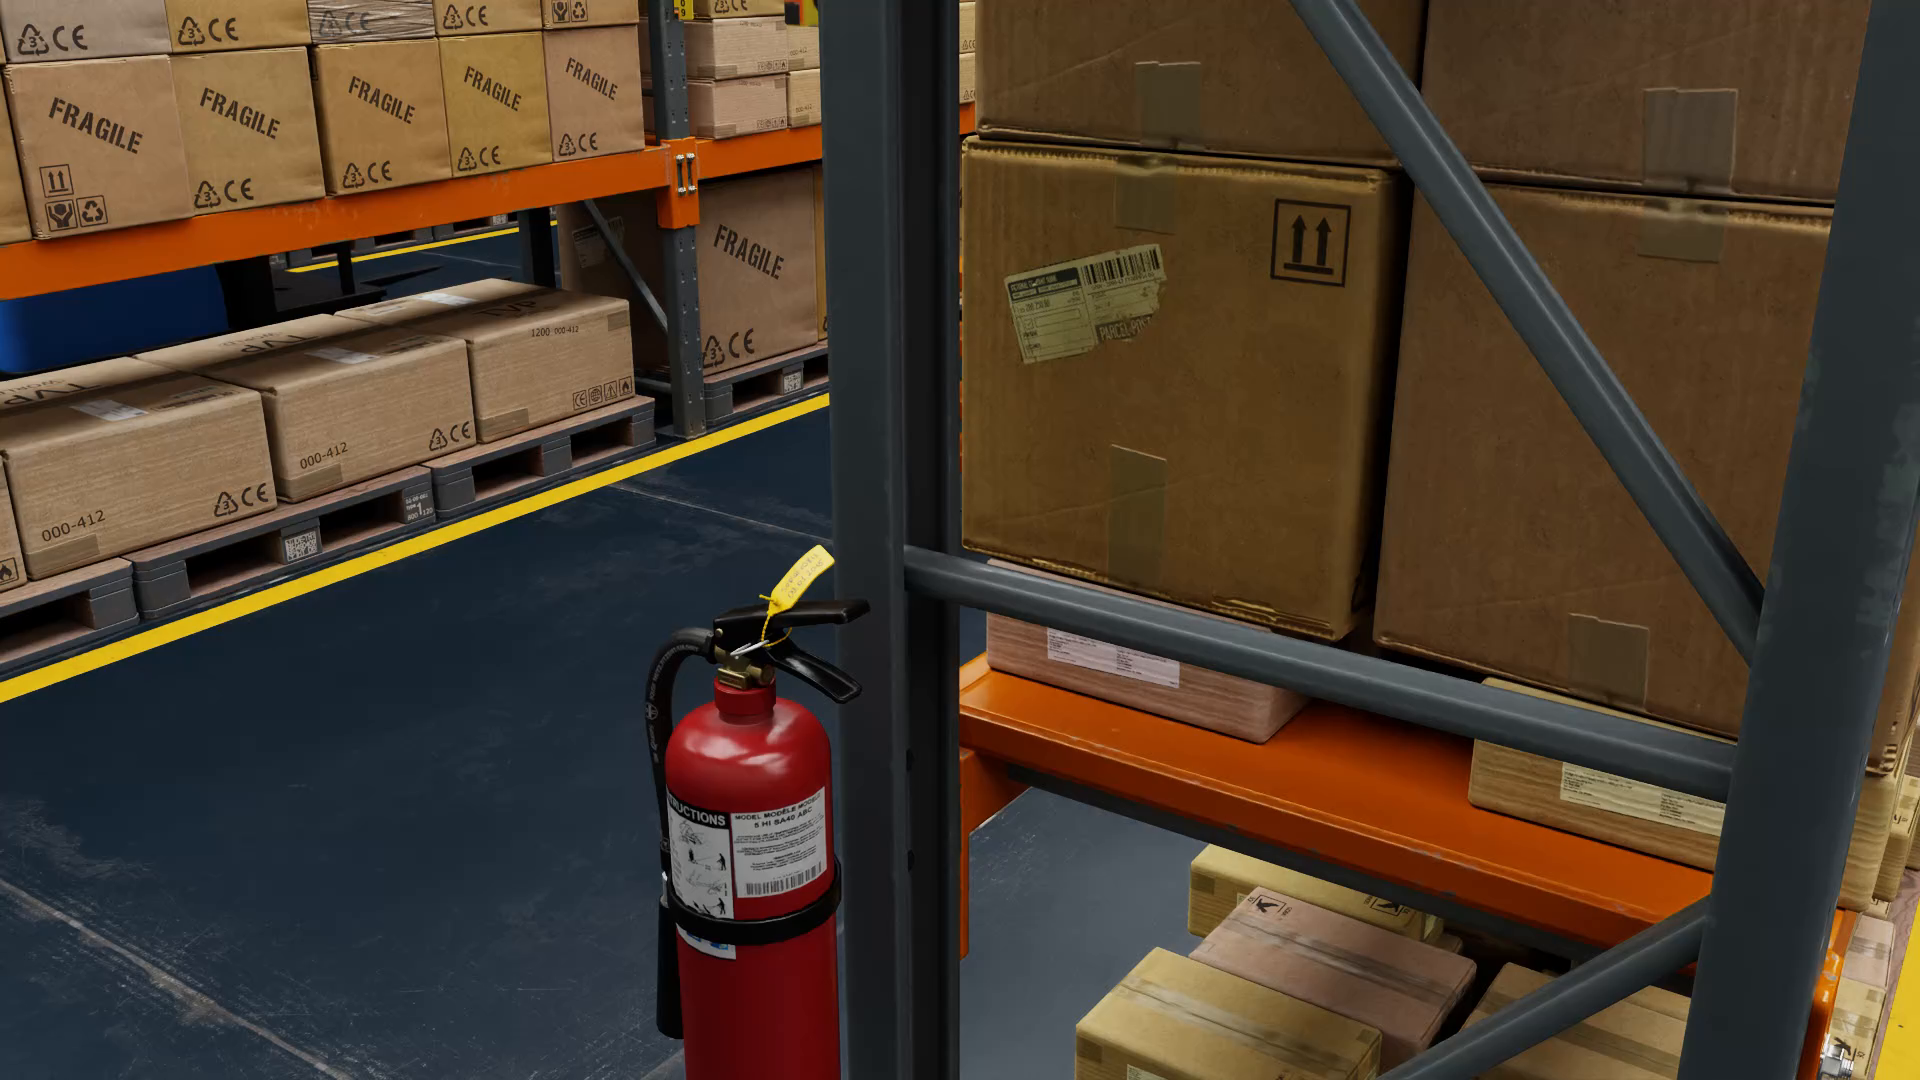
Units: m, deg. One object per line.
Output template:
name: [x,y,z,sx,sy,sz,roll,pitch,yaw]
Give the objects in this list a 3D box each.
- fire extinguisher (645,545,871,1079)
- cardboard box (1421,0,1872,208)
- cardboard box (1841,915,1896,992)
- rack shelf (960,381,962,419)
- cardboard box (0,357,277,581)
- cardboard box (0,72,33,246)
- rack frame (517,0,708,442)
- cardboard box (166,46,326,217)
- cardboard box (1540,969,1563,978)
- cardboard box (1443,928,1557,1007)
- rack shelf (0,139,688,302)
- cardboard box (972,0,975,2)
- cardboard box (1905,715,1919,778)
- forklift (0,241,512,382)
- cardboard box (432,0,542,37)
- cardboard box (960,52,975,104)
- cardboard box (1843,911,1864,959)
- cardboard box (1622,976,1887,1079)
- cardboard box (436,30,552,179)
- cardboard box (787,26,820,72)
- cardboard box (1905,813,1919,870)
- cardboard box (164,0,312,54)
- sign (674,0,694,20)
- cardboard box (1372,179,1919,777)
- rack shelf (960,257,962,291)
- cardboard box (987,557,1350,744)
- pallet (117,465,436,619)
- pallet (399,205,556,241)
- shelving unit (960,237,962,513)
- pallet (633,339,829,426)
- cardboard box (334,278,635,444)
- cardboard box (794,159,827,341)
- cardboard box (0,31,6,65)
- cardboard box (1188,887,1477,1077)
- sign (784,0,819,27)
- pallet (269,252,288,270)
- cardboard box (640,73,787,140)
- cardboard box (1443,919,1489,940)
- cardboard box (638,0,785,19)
fire extinguisher: [-0.216,0.317,1.733,0.296,0.674,0.183,13,24,32]
cardboard box: [0.779,-0.609,1.572,0.500,0.500,0.500,13,24,31]
cardboard box: [1.591,0.814,3.244,0.380,0.149,0.250,12,23,29]
rack shelf: [-0.093,-0.452,5.952,0.258,0.148,0.480,13,24,32]
cardboard box: [-3.048,-0.281,5.789,0.875,0.438,0.875,14,25,33]
cardboard box: [-3.075,-1.092,4.749,0.500,0.500,0.500,13,24,31]
rack frame: [-1.595,-1.960,7.241,1.000,3.000,0.127,13,24,32]
cardboard box: [-2.506,-1.381,5.531,0.500,0.500,0.500,14,25,34]
cardboard box: [1.079,0.869,2.667,0.380,0.149,0.250,14,24,33]
cardboard box: [0.895,0.711,3.095,0.380,0.149,0.250,13,24,31]
rack shelf: [-2.719,-1.049,5.814,1.077,0.370,4.000,13,24,32]
cardboard box: [0.013,-3.134,8.830,0.500,0.500,0.500,13,24,32]
cardboard box: [1.899,0.379,3.564,0.380,0.149,0.250,12,24,30]
forklift: [-3.760,-2.345,8.380,1.130,2.935,3.031,13,24,31]
cardboard box: [-1.924,-2.143,6.149,0.500,0.500,0.500,13,24,31]
cardboard box: [-0.250,-2.399,8.643,0.500,0.250,0.500,13,24,31]
cardboard box: [1.420,0.586,3.004,0.380,0.149,0.250,14,25,34]
cardboard box: [1.186,0.751,2.557,0.380,0.149,0.250,13,24,32]
cardboard box: [-1.929,-1.676,6.327,0.500,0.500,0.500,13,24,31]
cardboard box: [-0.844,-2.351,7.792,0.500,0.250,0.500,14,24,33]
cardboard box: [2.035,0.592,3.844,0.380,0.149,0.250,13,24,32]
cardboard box: [-2.491,-1.853,5.365,0.500,0.500,0.500,13,24,32]
sign: [-1.135,-2.296,6.785,0.100,0.325,0.005,13,24,32]
cardboard box: [0.788,-0.138,1.740,0.500,0.500,0.500,15,25,34]
rack shelf: [-0.093,-0.884,5.792,0.258,0.148,0.480,13,24,32]
cardboard box: [0.257,0.093,2.052,0.380,0.149,0.250,13,24,32]
pallet: [-2.772,-0.098,6.226,1.003,0.211,1.213,13,24,32]
pallet: [-3.905,-2.560,12.882,1.003,0.211,1.213,13,24,32]
shelving unit: [-0.093,-0.515,5.928,0.258,1.200,0.503,13,24,32]
pallet: [-1.223,-0.888,8.363,1.003,0.211,1.213,13,24,32]
cardboard box: [-2.037,-0.796,7.182,0.875,0.438,0.875,13,24,31]
cardboard box: [-0.811,-1.615,8.764,0.875,0.875,0.875,14,25,33]
cardboard box: [-3.053,-1.560,4.574,0.500,0.500,0.500,13,24,30]
cardboard box: [0.584,0.723,2.634,0.380,0.149,0.250,14,24,33]
sign: [-0.141,-0.681,1.659,0.100,0.325,0.005,13,24,32]
pallet: [-5.276,-1.860,10.989,1.003,0.211,1.213,13,24,32]
cardboard box: [-1.129,-1.965,7.469,0.500,0.250,0.500,13,24,31]
cardboard box: [0.822,0.562,3.069,0.380,0.149,0.250,12,24,30]
cardboard box: [-1.110,-2.546,7.240,0.500,0.500,0.500,14,24,32]
